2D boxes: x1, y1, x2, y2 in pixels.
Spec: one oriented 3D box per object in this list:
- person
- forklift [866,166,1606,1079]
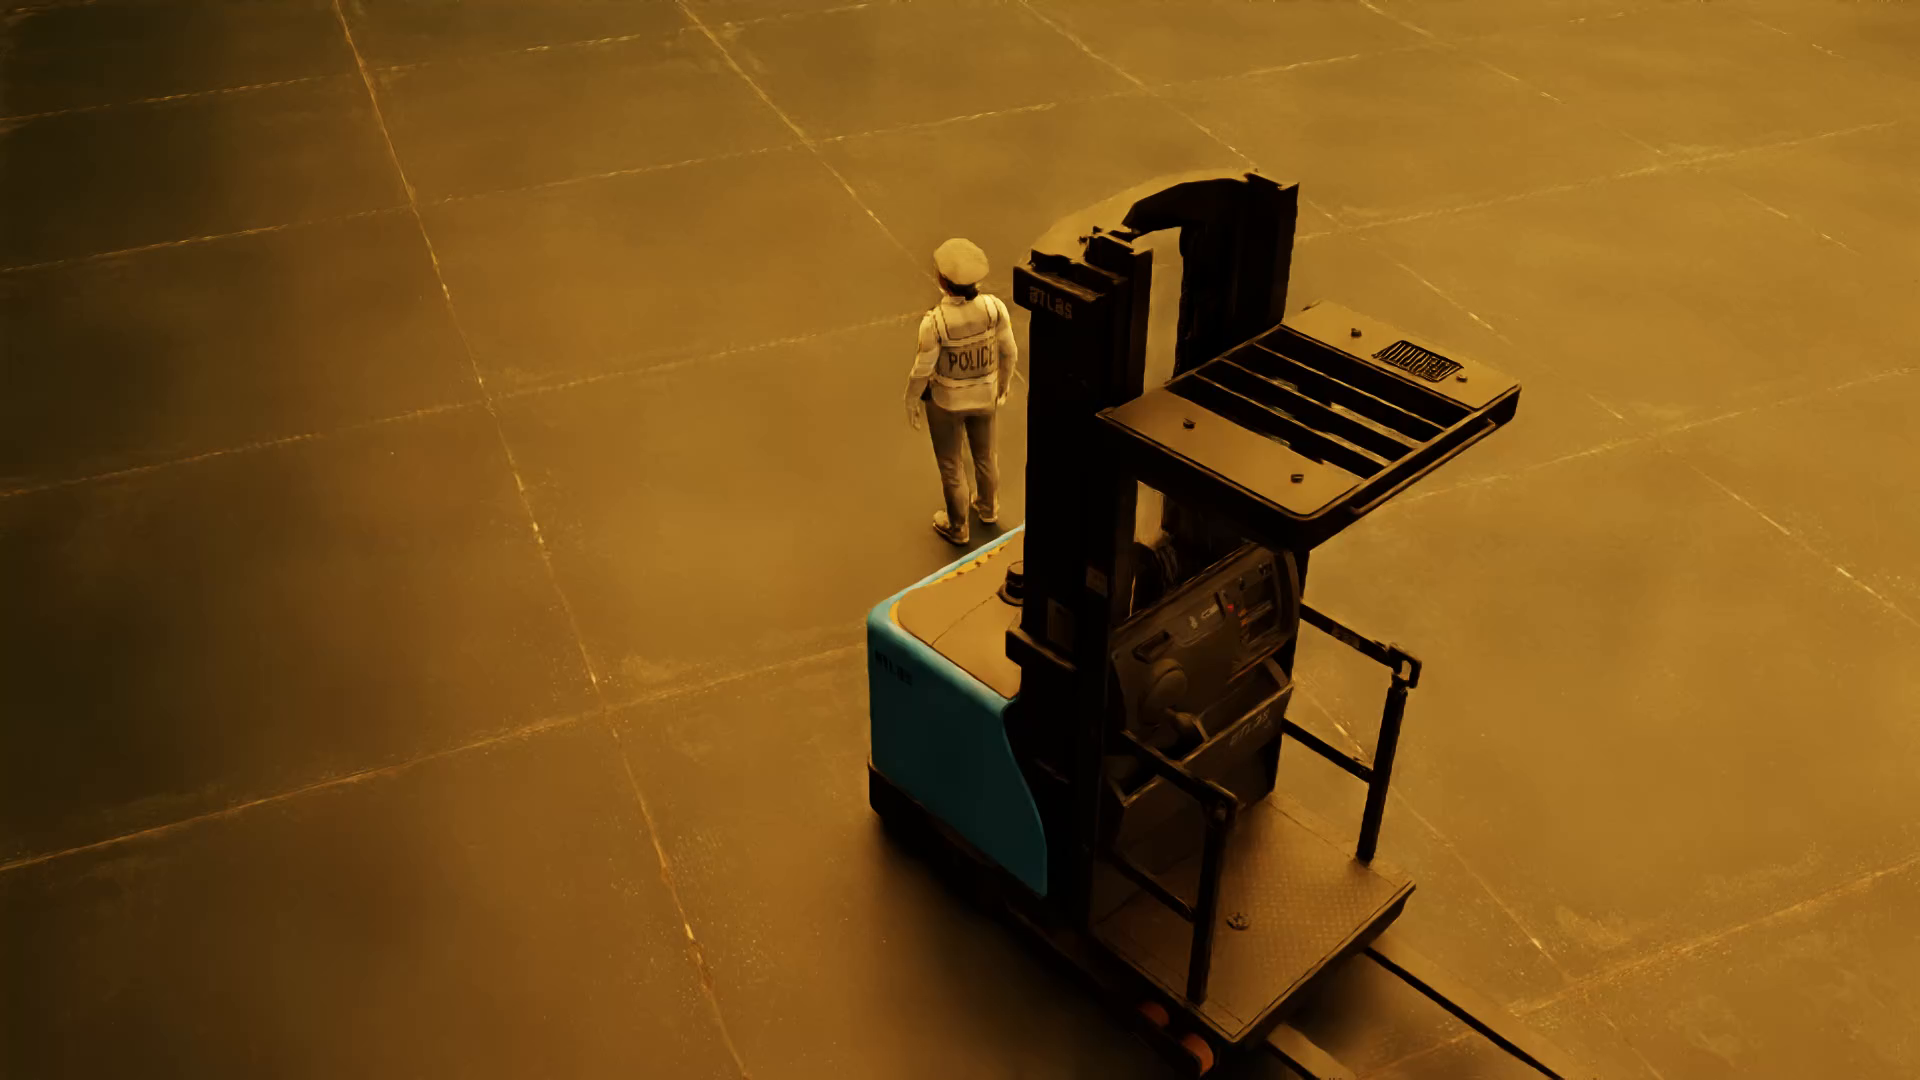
[{"bbox_3d":[-0.020,-0.735,8.185,0.586,1.695,0.533,-14,38,-19],"label":"person"},{"bbox_3d":[0.995,0.384,5.558,1.130,2.935,3.031,-28,44,-34],"label":"forklift"}]
